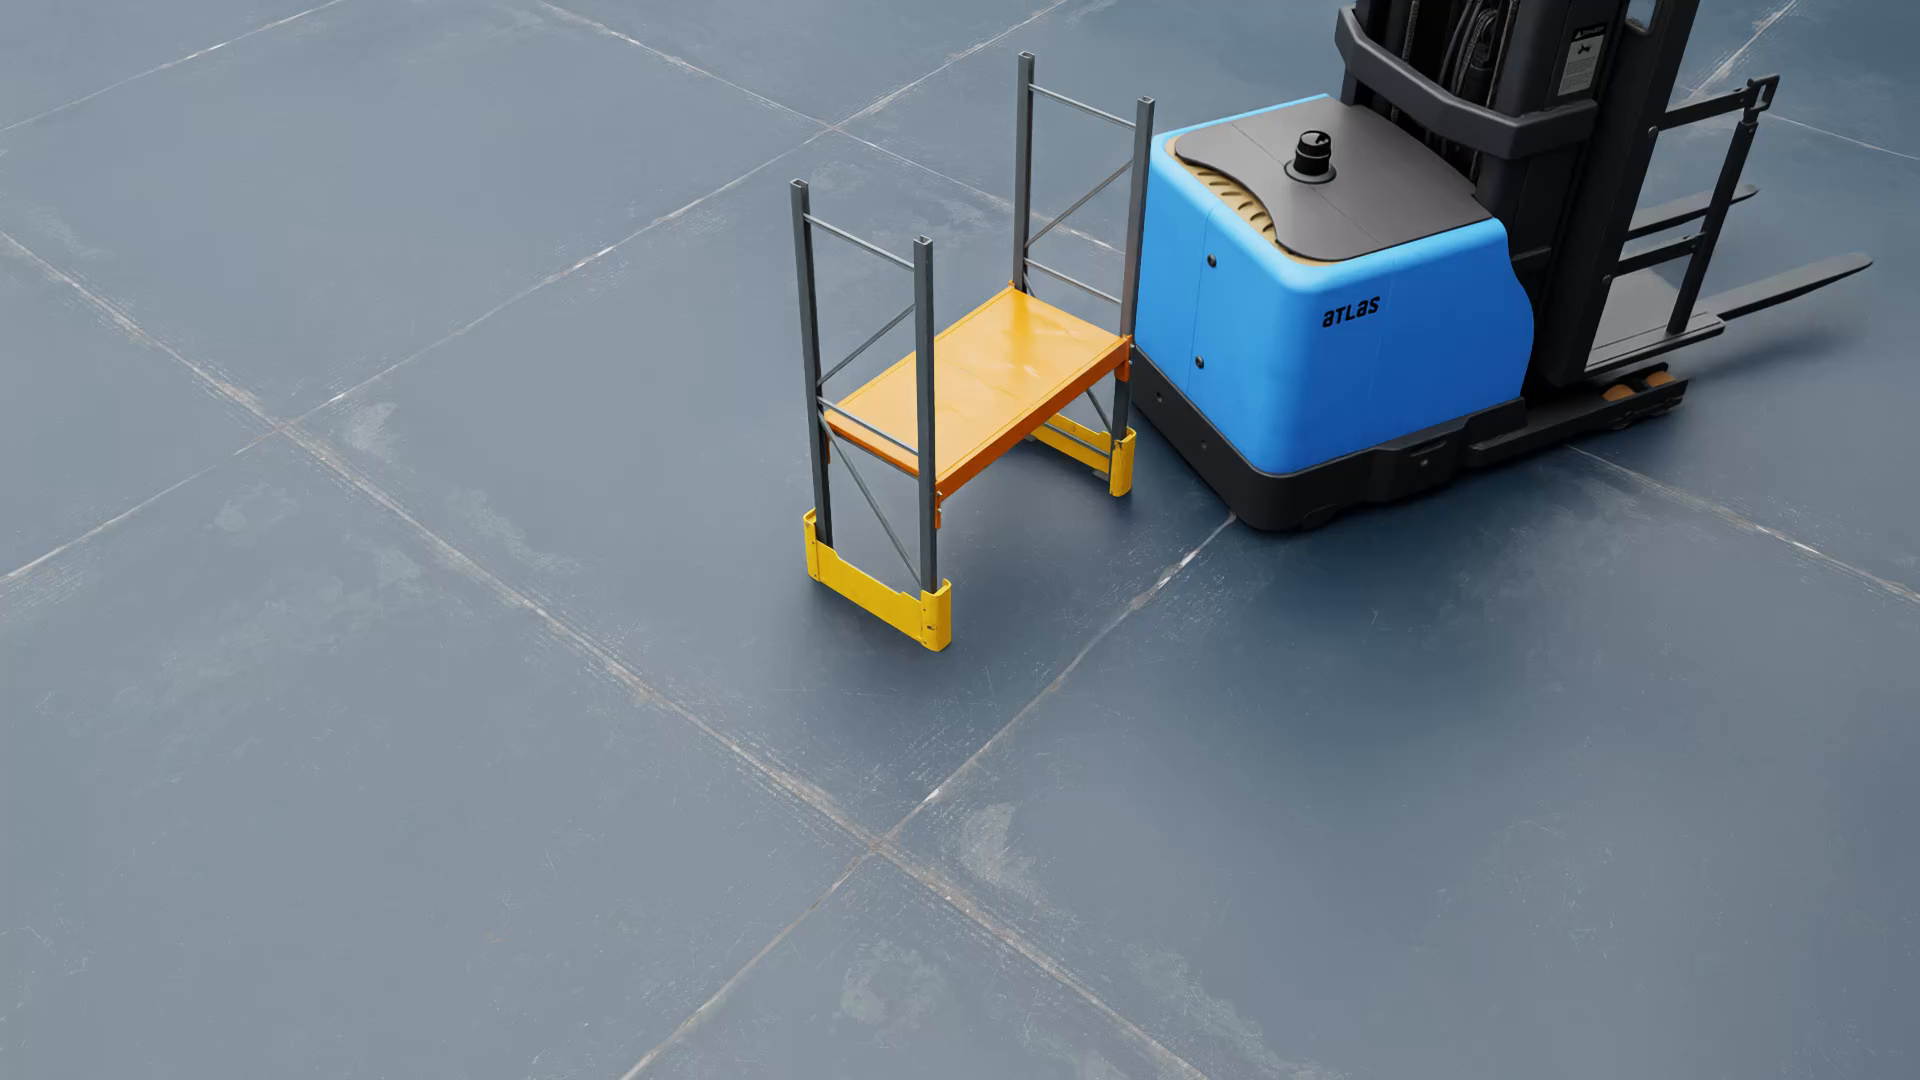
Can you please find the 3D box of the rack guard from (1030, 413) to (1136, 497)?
[{"bbox_3d":[0.370,-0.388,5.991,0.587,0.250,0.087,29,50,28],"label":"rack guard"}]

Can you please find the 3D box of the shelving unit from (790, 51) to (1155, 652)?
[{"bbox_3d":[0.049,-0.594,5.289,0.587,1.500,1.083,29,50,28],"label":"shelving unit"}]

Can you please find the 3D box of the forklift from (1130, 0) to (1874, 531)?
[{"bbox_3d":[2.150,-1.798,5.549,3.031,2.935,1.130,-18,45,-19],"label":"forklift"}]

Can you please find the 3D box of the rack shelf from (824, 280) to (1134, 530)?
[{"bbox_3d":[0.055,-0.466,5.415,0.538,0.185,1.000,29,50,28],"label":"rack shelf"}]

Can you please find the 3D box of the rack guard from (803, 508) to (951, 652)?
[{"bbox_3d":[-0.271,0.125,5.427,0.587,0.250,0.087,29,50,28],"label":"rack guard"}]

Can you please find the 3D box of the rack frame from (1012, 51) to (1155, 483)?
[{"bbox_3d":[0.382,-0.861,5.582,0.500,1.500,0.032,29,50,28],"label":"rack frame"}]

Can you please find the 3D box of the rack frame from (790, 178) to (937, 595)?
[{"bbox_3d":[-0.272,-0.337,5.006,0.500,1.500,0.032,29,50,28],"label":"rack frame"}]
